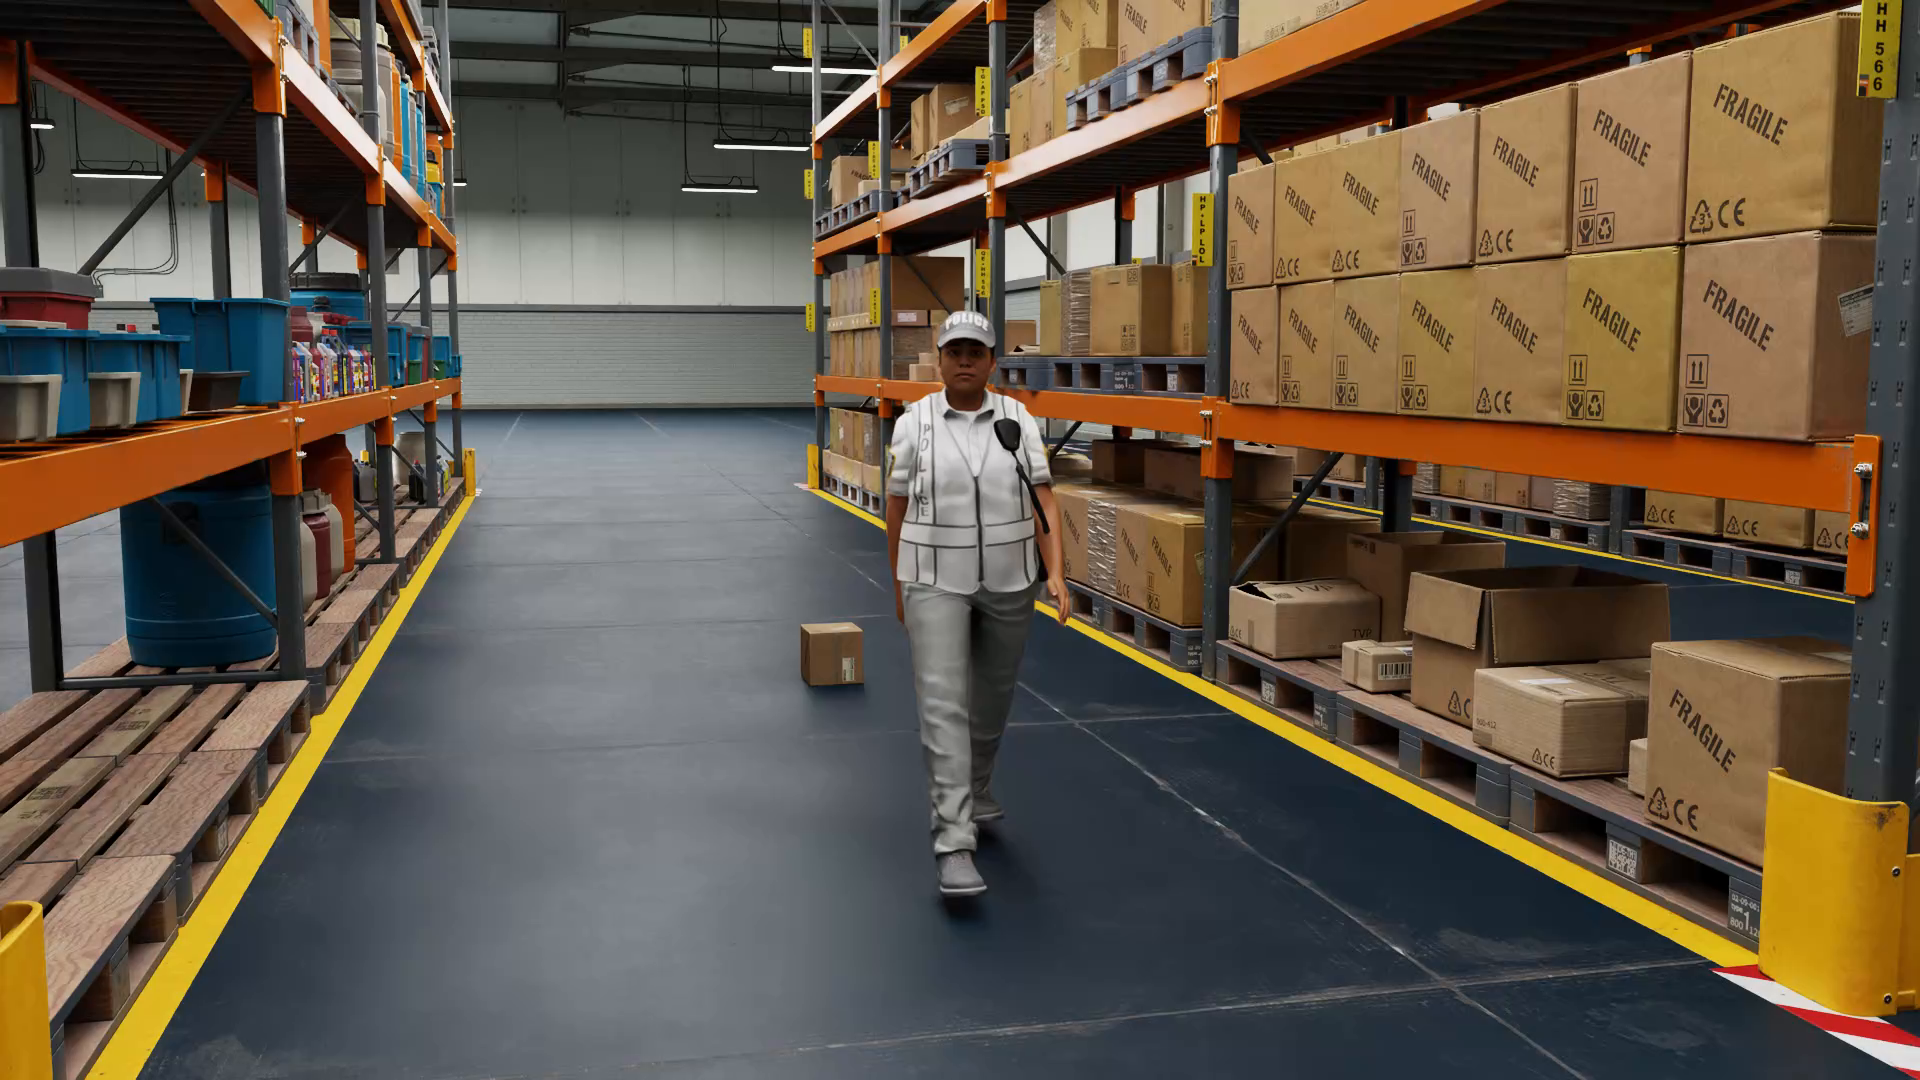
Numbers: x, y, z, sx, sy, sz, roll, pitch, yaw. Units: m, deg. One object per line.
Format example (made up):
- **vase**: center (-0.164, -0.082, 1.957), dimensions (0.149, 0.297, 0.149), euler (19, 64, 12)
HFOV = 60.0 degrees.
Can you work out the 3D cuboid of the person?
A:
- **person**: center (0.051, 0.134, 4.857), dimensions (0.486, 1.599, 1.007), euler (-1, 6, -12)
